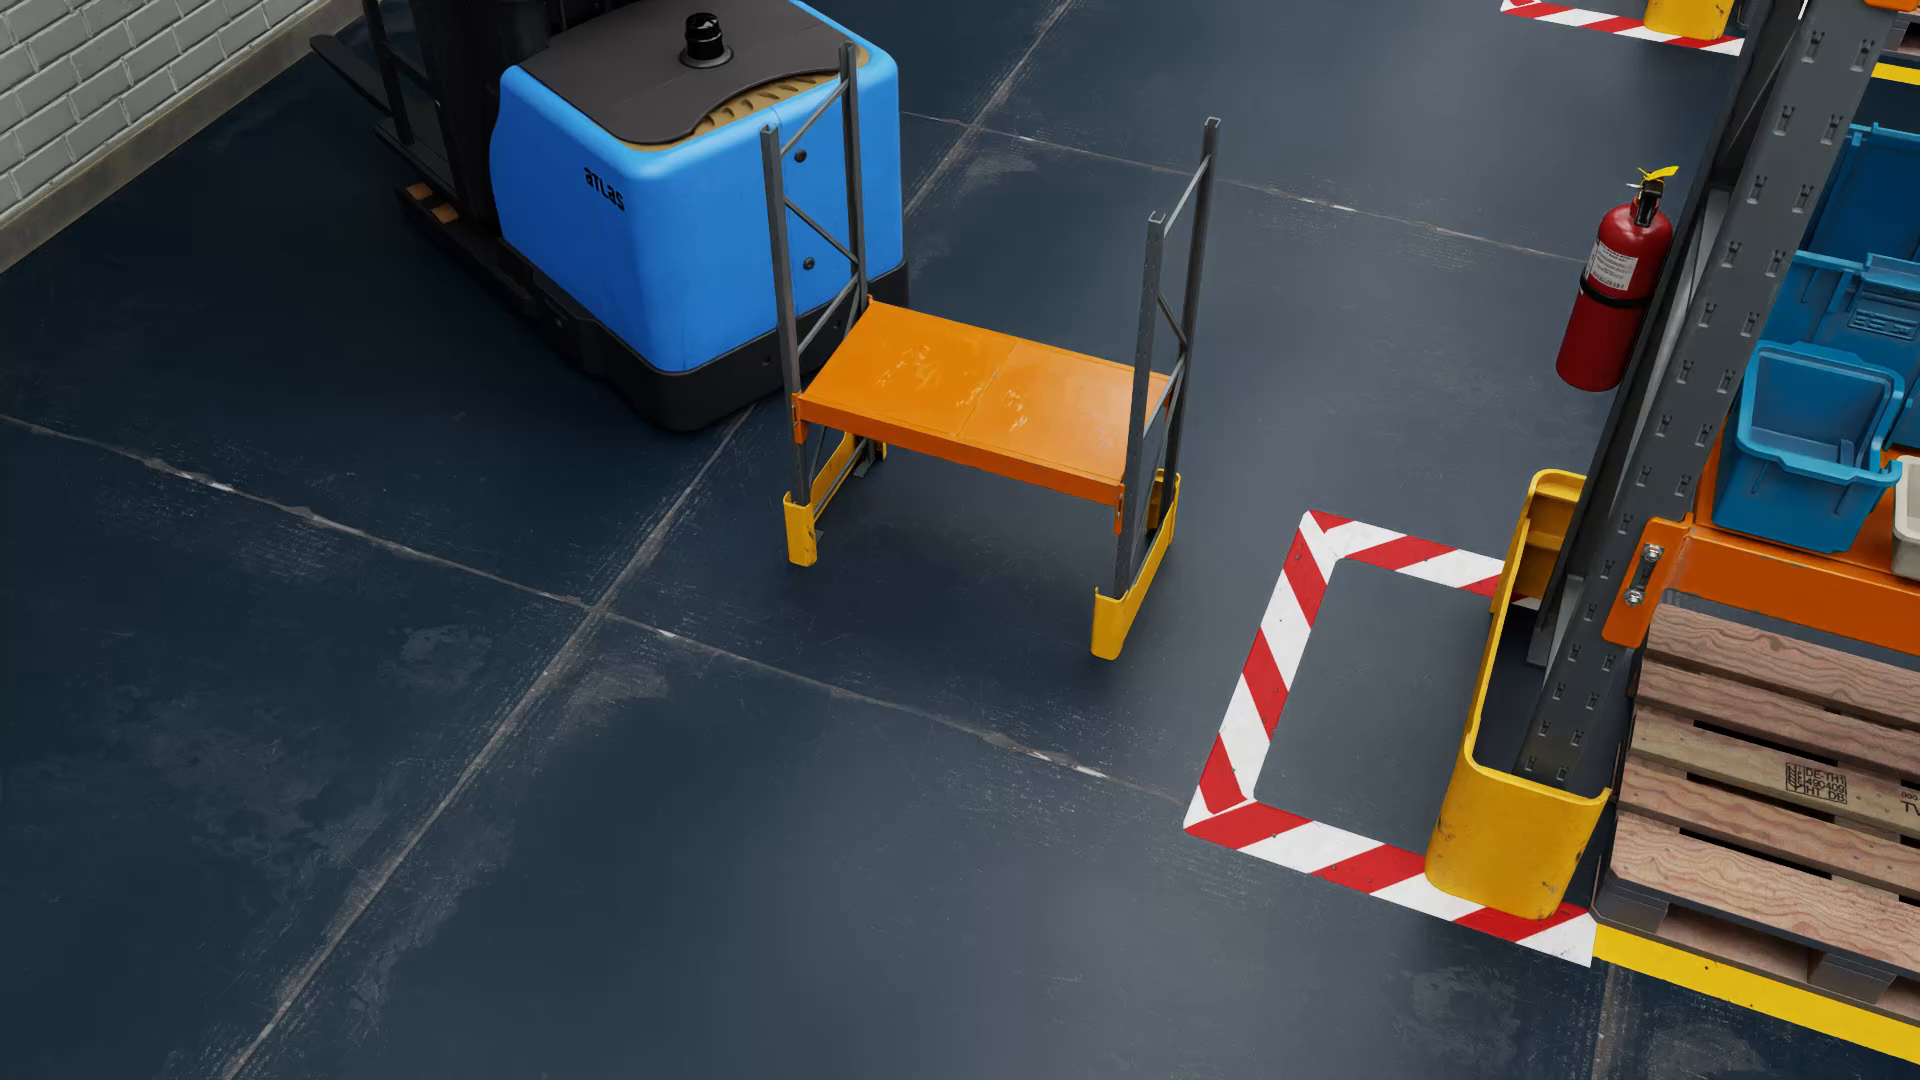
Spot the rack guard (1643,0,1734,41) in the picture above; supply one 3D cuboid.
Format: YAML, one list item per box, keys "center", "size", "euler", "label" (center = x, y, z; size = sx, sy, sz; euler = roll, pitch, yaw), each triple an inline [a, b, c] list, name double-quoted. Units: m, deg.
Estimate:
- center: [3.496, -2.845, 7.755]
  size: [0.348, 0.500, 1.175]
  euler: [16, 47, 16]
  label: "rack guard"

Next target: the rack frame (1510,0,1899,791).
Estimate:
- center: [1.611, -0.500, 3.626]
  size: [0.127, 3.000, 1.000]
  euler: [16, 47, 16]
  label: "rack frame"

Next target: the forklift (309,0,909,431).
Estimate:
- center: [-1.528, -2.365, 5.549]
  size: [1.130, 2.935, 3.031]
  euler: [-32, 53, -28]
  label: "forklift"

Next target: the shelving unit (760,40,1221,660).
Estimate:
- center: [0.070, -0.511, 4.700]
  size: [1.083, 1.500, 0.587]
  euler: [16, 47, 16]
  label: "shelving unit"

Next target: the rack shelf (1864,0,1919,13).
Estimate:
- center: [3.457, -0.766, 2.276]
  size: [4.000, 0.370, 1.077]
  euler: [16, 47, 16]
  label: "rack shelf"

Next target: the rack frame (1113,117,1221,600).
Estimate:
- center: [0.548, -0.370, 4.559]
  size: [0.032, 1.500, 0.500]
  euler: [16, 47, 16]
  label: "rack frame"

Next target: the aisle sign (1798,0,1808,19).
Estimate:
- center: [1.430, -1.248, 2.535]
  size: [0.004, 0.787, 0.394]
  euler: [16, 47, 16]
  label: "aisle sign"

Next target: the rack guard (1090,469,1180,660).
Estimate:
- center: [0.530, 0.067, 5.005]
  size: [0.087, 0.250, 0.587]
  euler: [16, 47, 16]
  label: "rack guard"

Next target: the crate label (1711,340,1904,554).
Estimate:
- center: [1.712, -0.181, 3.381]
  size: [0.303, 0.233, 0.416]
  euler: [16, 47, 16]
  label: "crate label"

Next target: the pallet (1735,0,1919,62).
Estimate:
- center: [4.286, -2.570, 7.683]
  size: [1.213, 0.211, 1.003]
  euler: [16, 47, 16]
  label: "pallet"

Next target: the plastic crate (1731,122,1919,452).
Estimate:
- center: [1.992, -0.565, 3.623]
  size: [0.499, 0.435, 0.616]
  euler: [16, 47, 16]
  label: "plastic crate"

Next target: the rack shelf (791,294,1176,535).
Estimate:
- center: [0.079, -0.381, 4.825]
  size: [1.000, 0.185, 0.538]
  euler: [16, 47, 16]
  label: "rack shelf"

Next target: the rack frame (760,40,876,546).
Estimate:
- center: [-0.390, -0.647, 4.836]
  size: [0.032, 1.500, 0.500]
  euler: [16, 47, 16]
  label: "rack frame"

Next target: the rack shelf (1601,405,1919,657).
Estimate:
- center: [3.457, 0.298, 3.334]
  size: [4.000, 0.370, 1.077]
  euler: [16, 47, 16]
  label: "rack shelf"

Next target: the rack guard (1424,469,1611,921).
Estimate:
- center: [1.584, 0.388, 4.506]
  size: [0.348, 0.500, 1.175]
  euler: [16, 47, 16]
  label: "rack guard"

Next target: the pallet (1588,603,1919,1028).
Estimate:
- center: [2.357, 0.737, 4.359]
  size: [1.213, 0.211, 1.003]
  euler: [16, 47, 16]
  label: "pallet"

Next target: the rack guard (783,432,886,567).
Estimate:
- center: [-0.389, -0.203, 5.277]
  size: [0.087, 0.250, 0.587]
  euler: [16, 47, 16]
  label: "rack guard"

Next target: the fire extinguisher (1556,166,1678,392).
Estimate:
- center: [1.647, -0.678, 4.124]
  size: [0.183, 0.674, 0.296]
  euler: [16, 47, 16]
  label: "fire extinguisher"

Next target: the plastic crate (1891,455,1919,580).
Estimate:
- center: [1.976, -0.006, 3.274]
  size: [0.298, 0.136, 0.250]
  euler: [16, 47, 16]
  label: "plastic crate"
